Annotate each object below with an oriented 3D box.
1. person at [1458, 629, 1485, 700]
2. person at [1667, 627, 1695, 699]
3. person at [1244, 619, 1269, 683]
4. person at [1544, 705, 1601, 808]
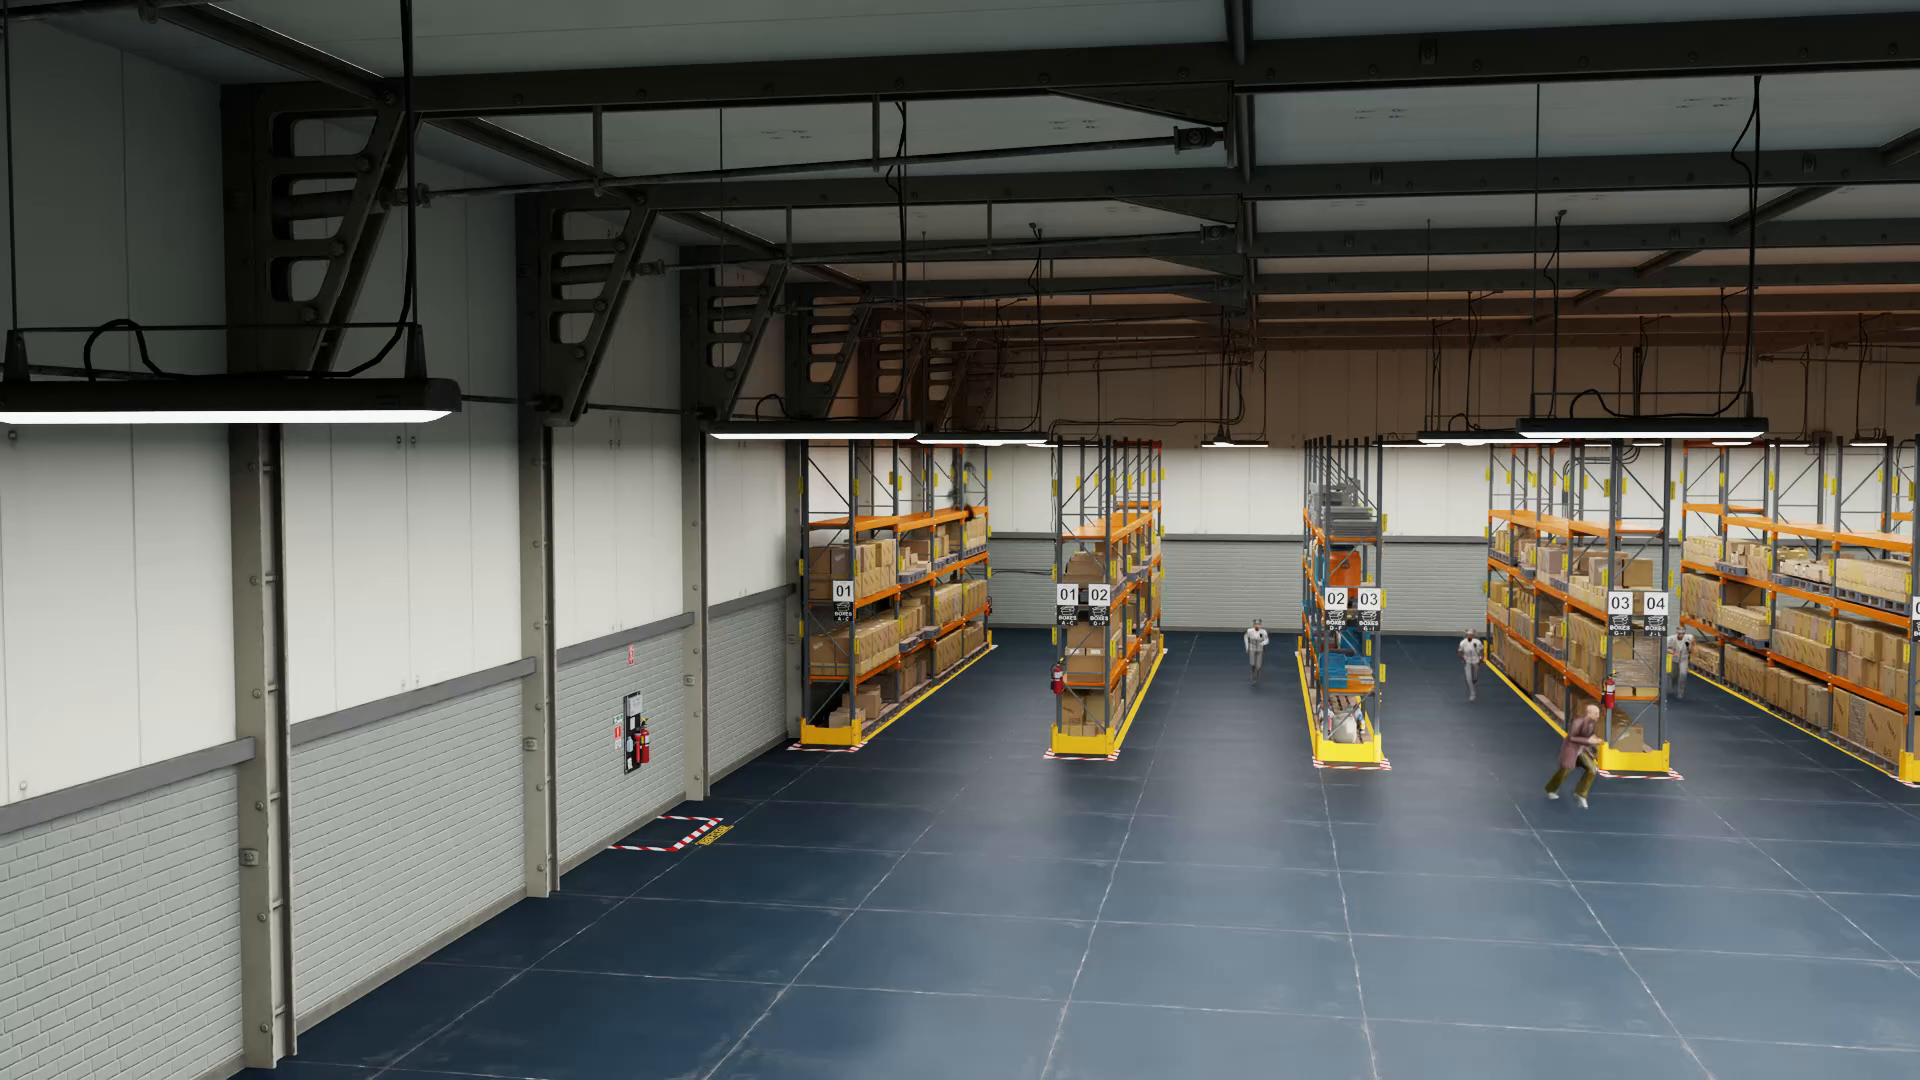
[{"bbox_3d":[11.801,2.851,38.400,0.592,1.668,0.735,1,3,16],"label":"person"},{"bbox_3d":[16.688,2.833,38.652,0.705,1.723,1.019,1,3,13],"label":"person"},{"bbox_3d":[7.220,2.703,40.487,0.573,1.611,0.683,0,3,7],"label":"person"},{"bbox_3d":[9.900,3.465,26.798,0.749,1.718,1.066,-2,4,-35],"label":"person"}]
